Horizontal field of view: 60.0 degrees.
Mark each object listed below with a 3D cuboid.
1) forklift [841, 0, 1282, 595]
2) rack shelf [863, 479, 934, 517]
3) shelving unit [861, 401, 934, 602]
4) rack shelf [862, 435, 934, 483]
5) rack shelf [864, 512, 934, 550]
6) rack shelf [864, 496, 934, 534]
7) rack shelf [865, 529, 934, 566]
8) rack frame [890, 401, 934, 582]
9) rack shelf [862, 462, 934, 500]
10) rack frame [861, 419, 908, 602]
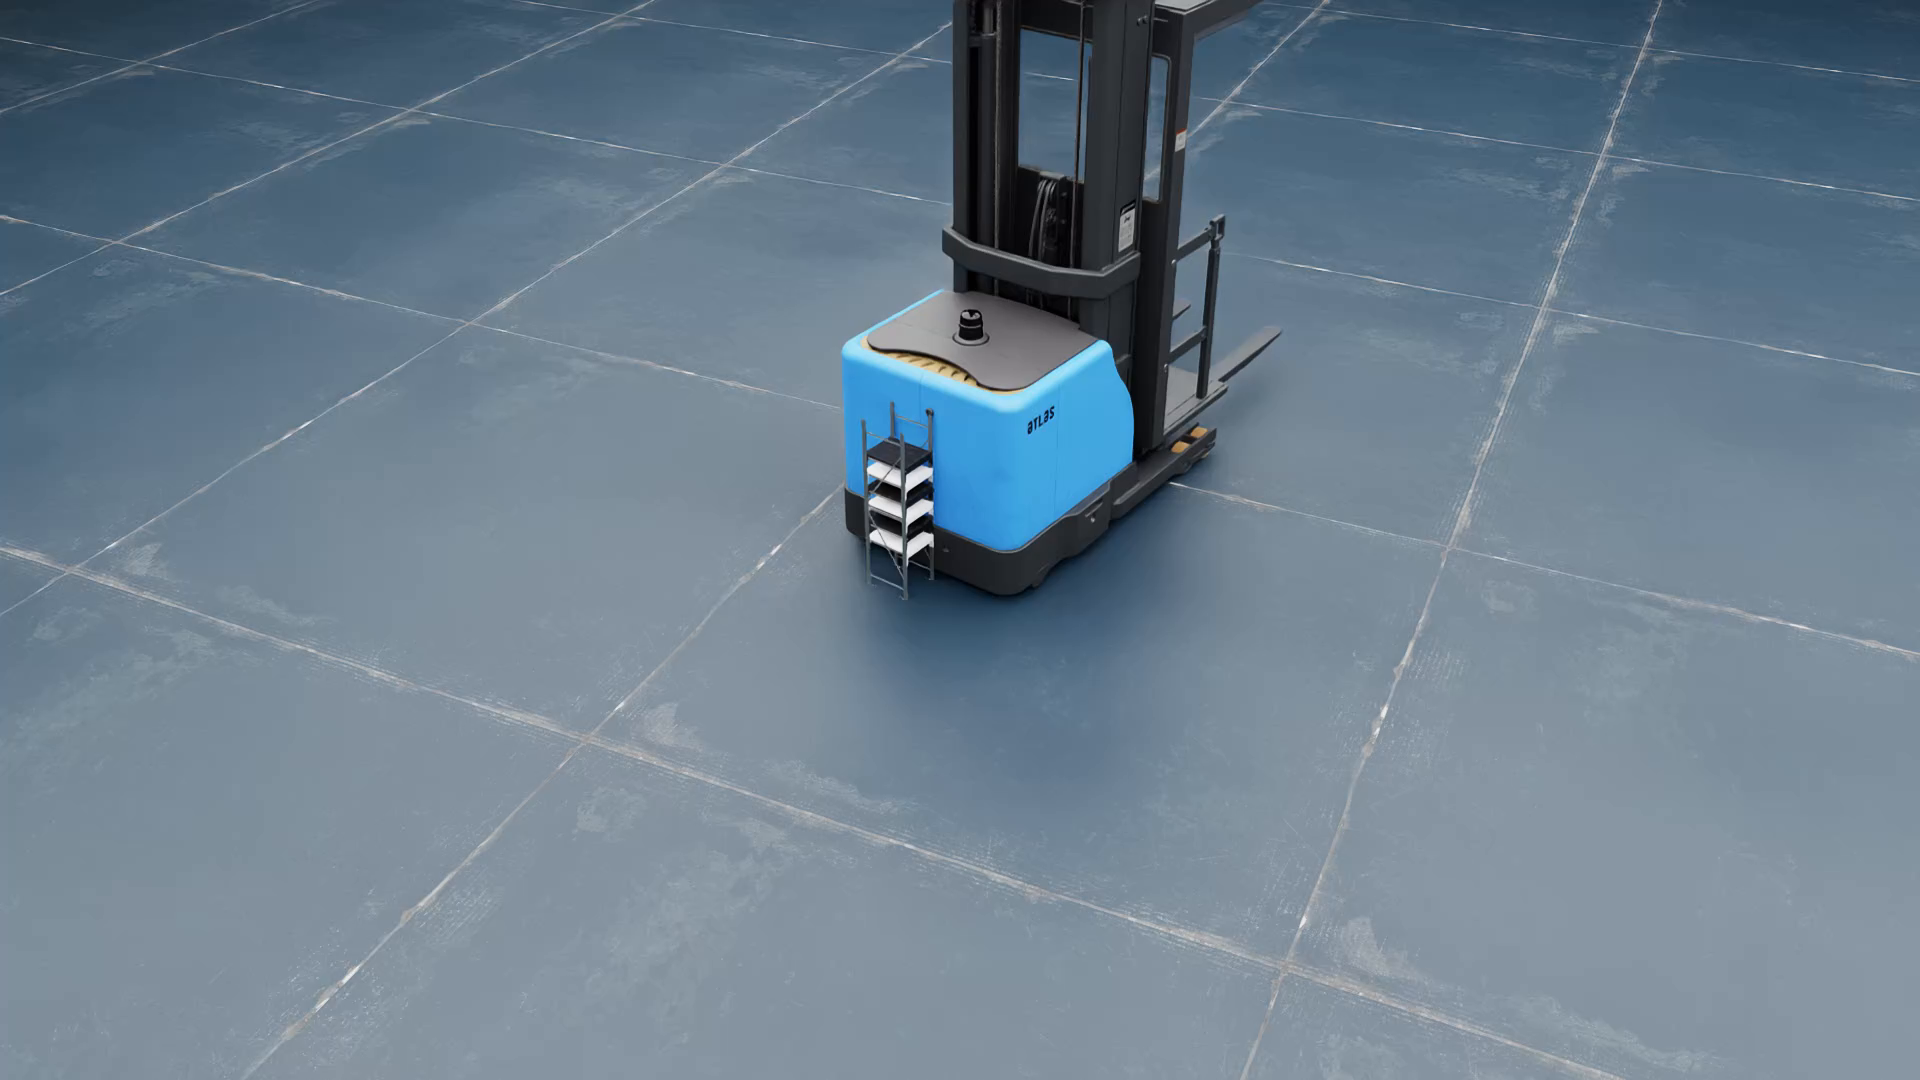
[{"bbox_3d":[0.717,-1.723,8.204,1.130,2.935,3.031,22,39,30],"label":"forklift"},{"bbox_3d":[-0.283,-0.219,7.661,0.258,0.077,0.200,22,39,30],"label":"rack shelf"},{"bbox_3d":[-0.283,-0.172,7.692,0.258,0.900,0.210,22,39,30],"label":"shelving unit"},{"bbox_3d":[-0.283,-0.370,7.562,0.258,0.077,0.200,22,39,30],"label":"rack shelf"},{"bbox_3d":[-0.283,-0.069,7.759,0.258,0.077,0.200,22,39,30],"label":"rack shelf"},{"bbox_3d":[-0.283,-0.144,7.710,0.258,0.077,0.200,22,39,30],"label":"rack shelf"},{"bbox_3d":[-0.283,0.006,7.809,0.258,0.077,0.200,22,39,30],"label":"rack shelf"},{"bbox_3d":[-0.222,-0.217,7.760,0.240,0.900,0.006,22,39,30],"label":"rack frame"},{"bbox_3d":[-0.283,-0.295,7.611,0.258,0.077,0.200,22,39,30],"label":"rack shelf"},{"bbox_3d":[-0.344,-0.127,7.623,0.240,0.900,0.006,22,39,30],"label":"rack frame"}]
